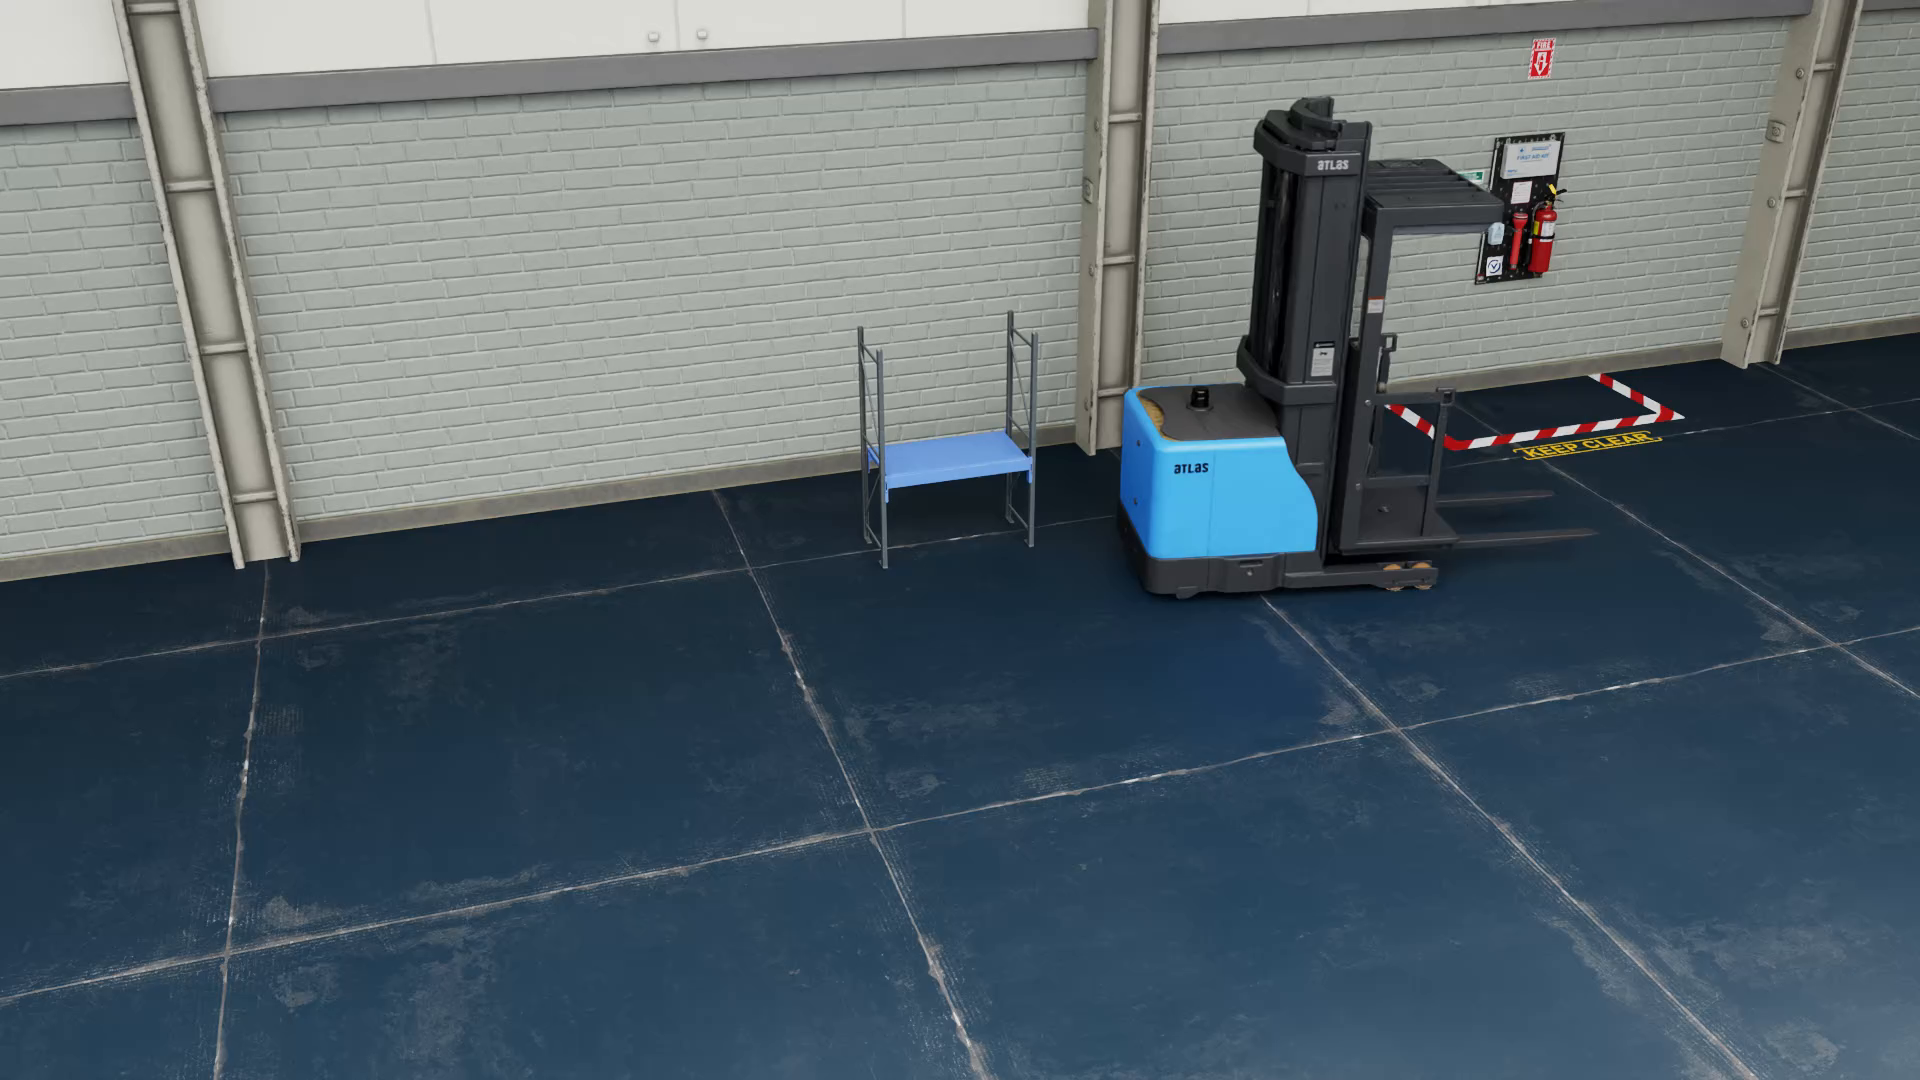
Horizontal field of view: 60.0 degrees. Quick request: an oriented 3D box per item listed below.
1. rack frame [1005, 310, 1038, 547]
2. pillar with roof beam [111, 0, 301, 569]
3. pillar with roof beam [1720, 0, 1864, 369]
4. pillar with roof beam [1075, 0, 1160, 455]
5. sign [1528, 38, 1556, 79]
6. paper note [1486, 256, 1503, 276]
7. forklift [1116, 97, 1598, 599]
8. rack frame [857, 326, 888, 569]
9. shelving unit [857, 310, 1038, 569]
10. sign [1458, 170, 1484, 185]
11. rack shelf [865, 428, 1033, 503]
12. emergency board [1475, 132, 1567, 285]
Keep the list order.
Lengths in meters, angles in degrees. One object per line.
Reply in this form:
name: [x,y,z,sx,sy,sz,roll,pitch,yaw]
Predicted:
rack frame: [0.402,-0.730,11.028,0.032,1.500,0.500,-8,28,-16]
pillar with roof beam: [-3.261,-2.113,5.380,0.400,9.000,9.100,-8,28,-16]
pillar with roof beam: [8.149,-3.765,8.708,0.400,9.000,9.100,-8,28,-16]
pillar with roof beam: [2.444,-2.939,7.044,0.400,9.000,9.100,-8,28,-16]
sign: [4.416,-3.653,12.623,0.199,0.298,0.001,-8,28,-16]
paper note: [4.265,-2.184,13.261,0.142,0.148,0.016,-8,28,-16]
forklift: [2.610,-1.218,10.401,3.031,2.935,1.130,-3,27,-6]
rack frame: [-0.564,-0.590,10.746,0.032,1.500,0.500,-8,28,-16]
shelving unit: [-0.081,-0.660,10.887,1.048,1.500,0.538,-8,28,-16]
sign: [3.904,-2.792,12.858,0.331,0.109,0.001,-8,28,-16]
rack shelf: [-0.081,-0.499,10.967,1.000,0.185,0.538,-8,28,-16]
emergency board: [4.454,-2.574,13.056,0.643,1.169,0.194,-8,28,-16]
